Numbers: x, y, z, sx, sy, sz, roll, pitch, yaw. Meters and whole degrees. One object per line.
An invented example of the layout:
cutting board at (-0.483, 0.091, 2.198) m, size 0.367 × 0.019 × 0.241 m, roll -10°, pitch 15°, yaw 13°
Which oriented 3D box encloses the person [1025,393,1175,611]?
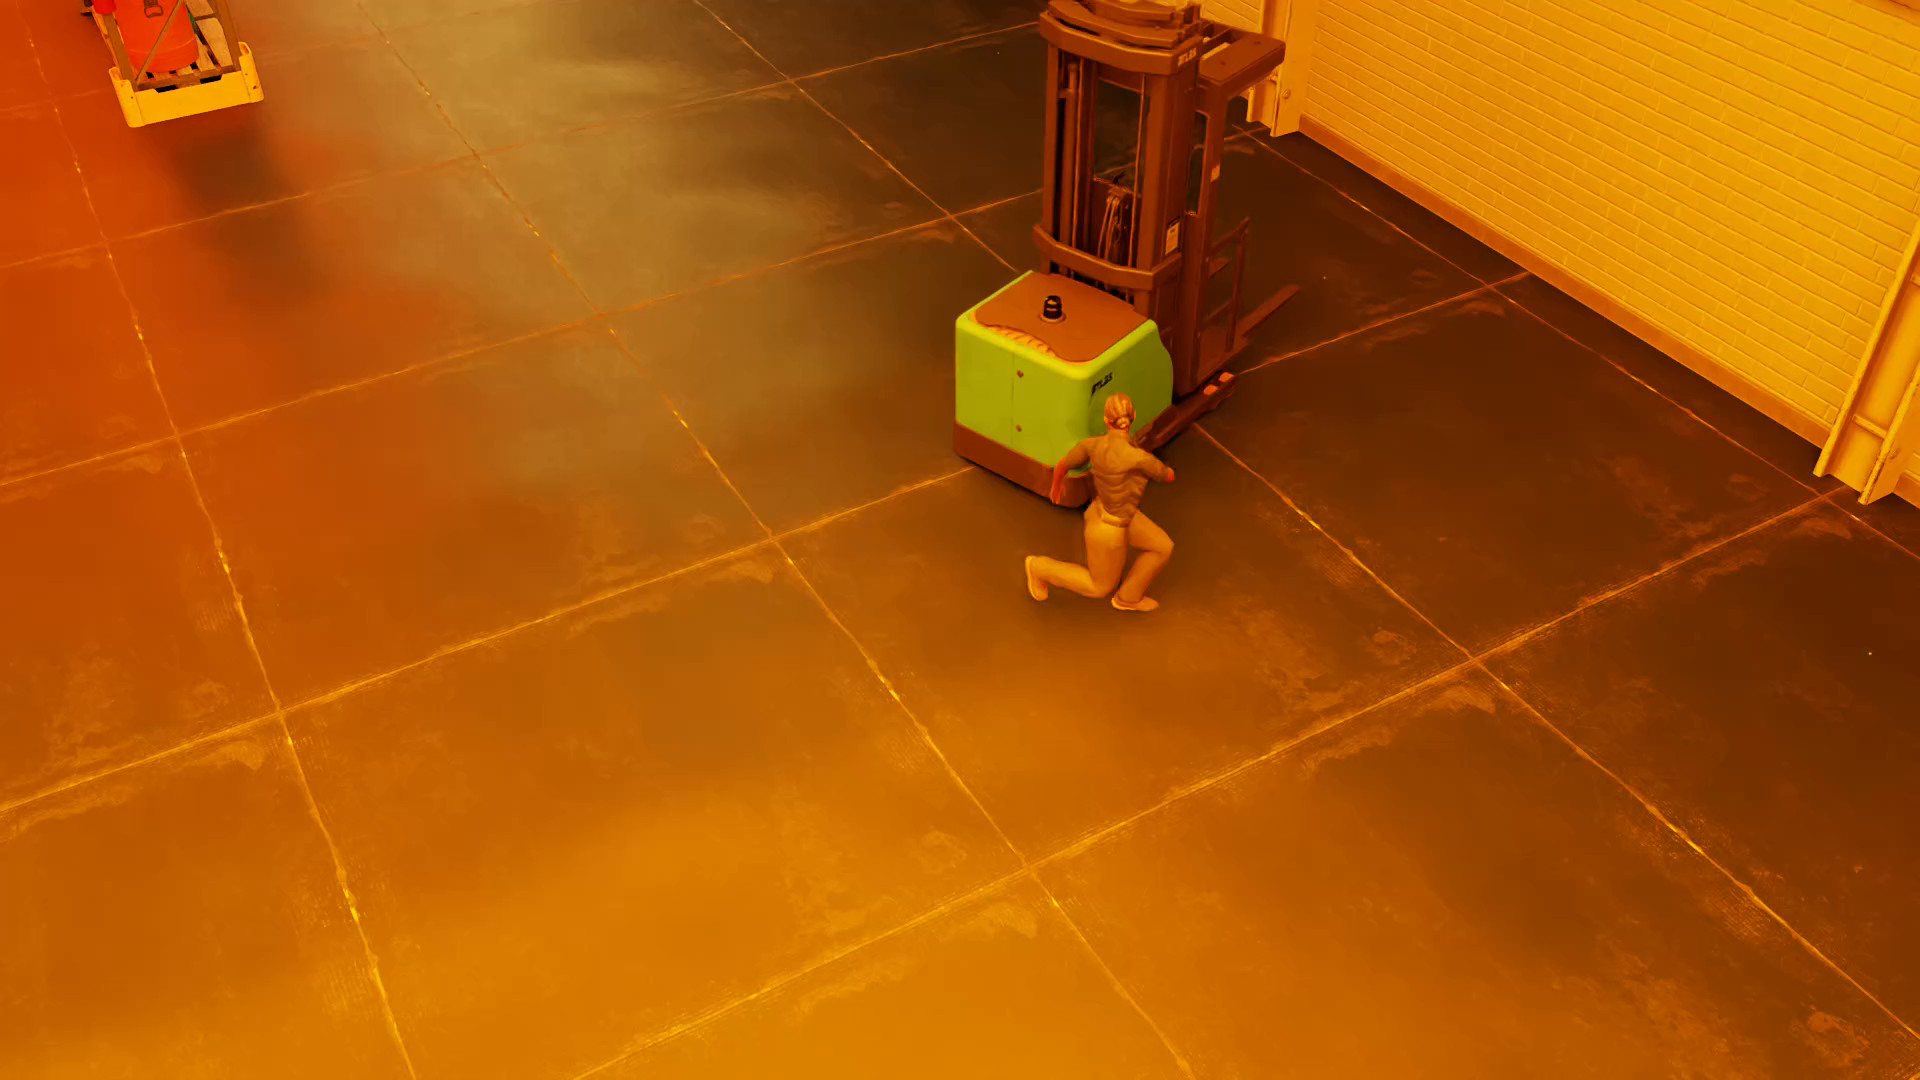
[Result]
person at (0.813, -0.189, 9.494) m, size 0.862 × 1.435 × 0.592 m, roll -2°, pitch 40°, yaw -2°

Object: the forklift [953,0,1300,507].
forklift at (1.280, -2.209, 10.699) m, size 1.130 × 2.935 × 3.031 m, roll 28°, pitch 47°, yaw 29°
